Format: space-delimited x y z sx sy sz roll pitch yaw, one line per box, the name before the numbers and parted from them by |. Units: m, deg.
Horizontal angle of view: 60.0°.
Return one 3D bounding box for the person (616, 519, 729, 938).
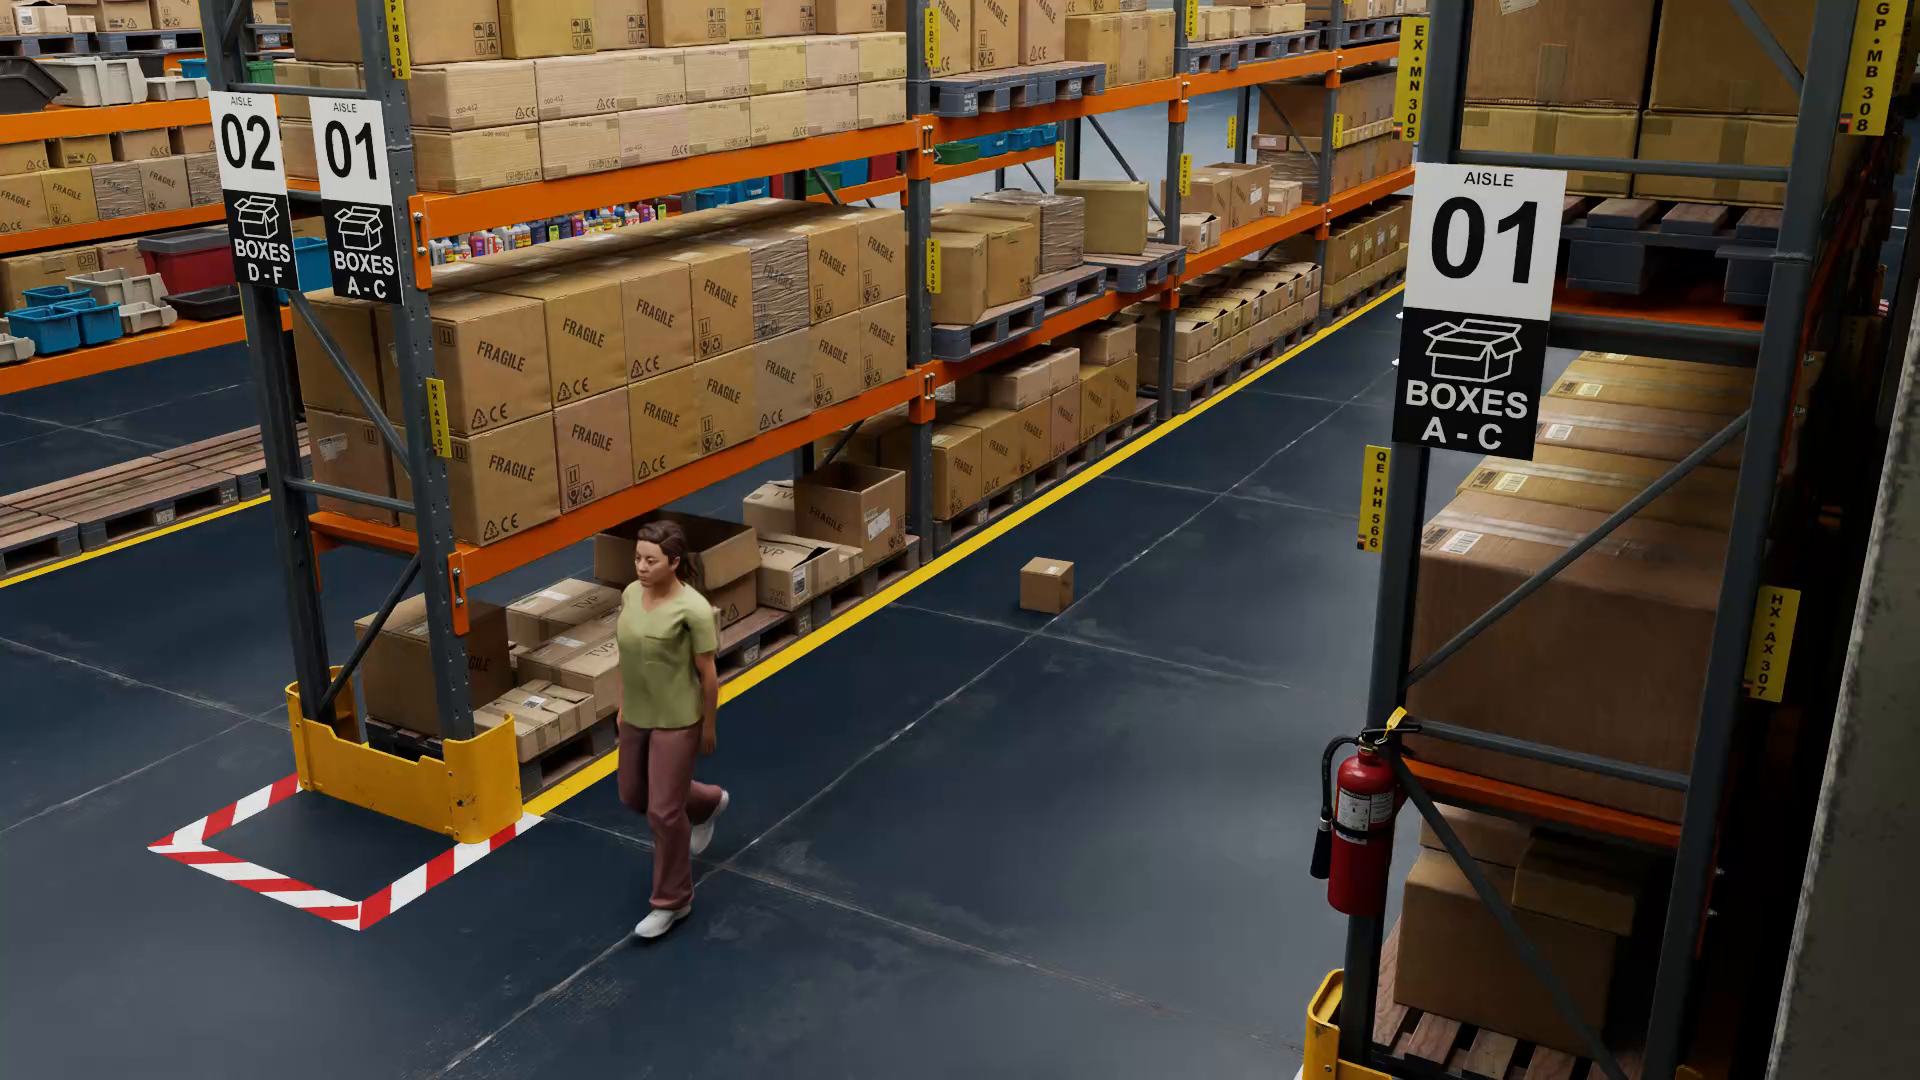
person | -1.163 0.698 6.686 0.462 1.651 0.754 12 23 30
